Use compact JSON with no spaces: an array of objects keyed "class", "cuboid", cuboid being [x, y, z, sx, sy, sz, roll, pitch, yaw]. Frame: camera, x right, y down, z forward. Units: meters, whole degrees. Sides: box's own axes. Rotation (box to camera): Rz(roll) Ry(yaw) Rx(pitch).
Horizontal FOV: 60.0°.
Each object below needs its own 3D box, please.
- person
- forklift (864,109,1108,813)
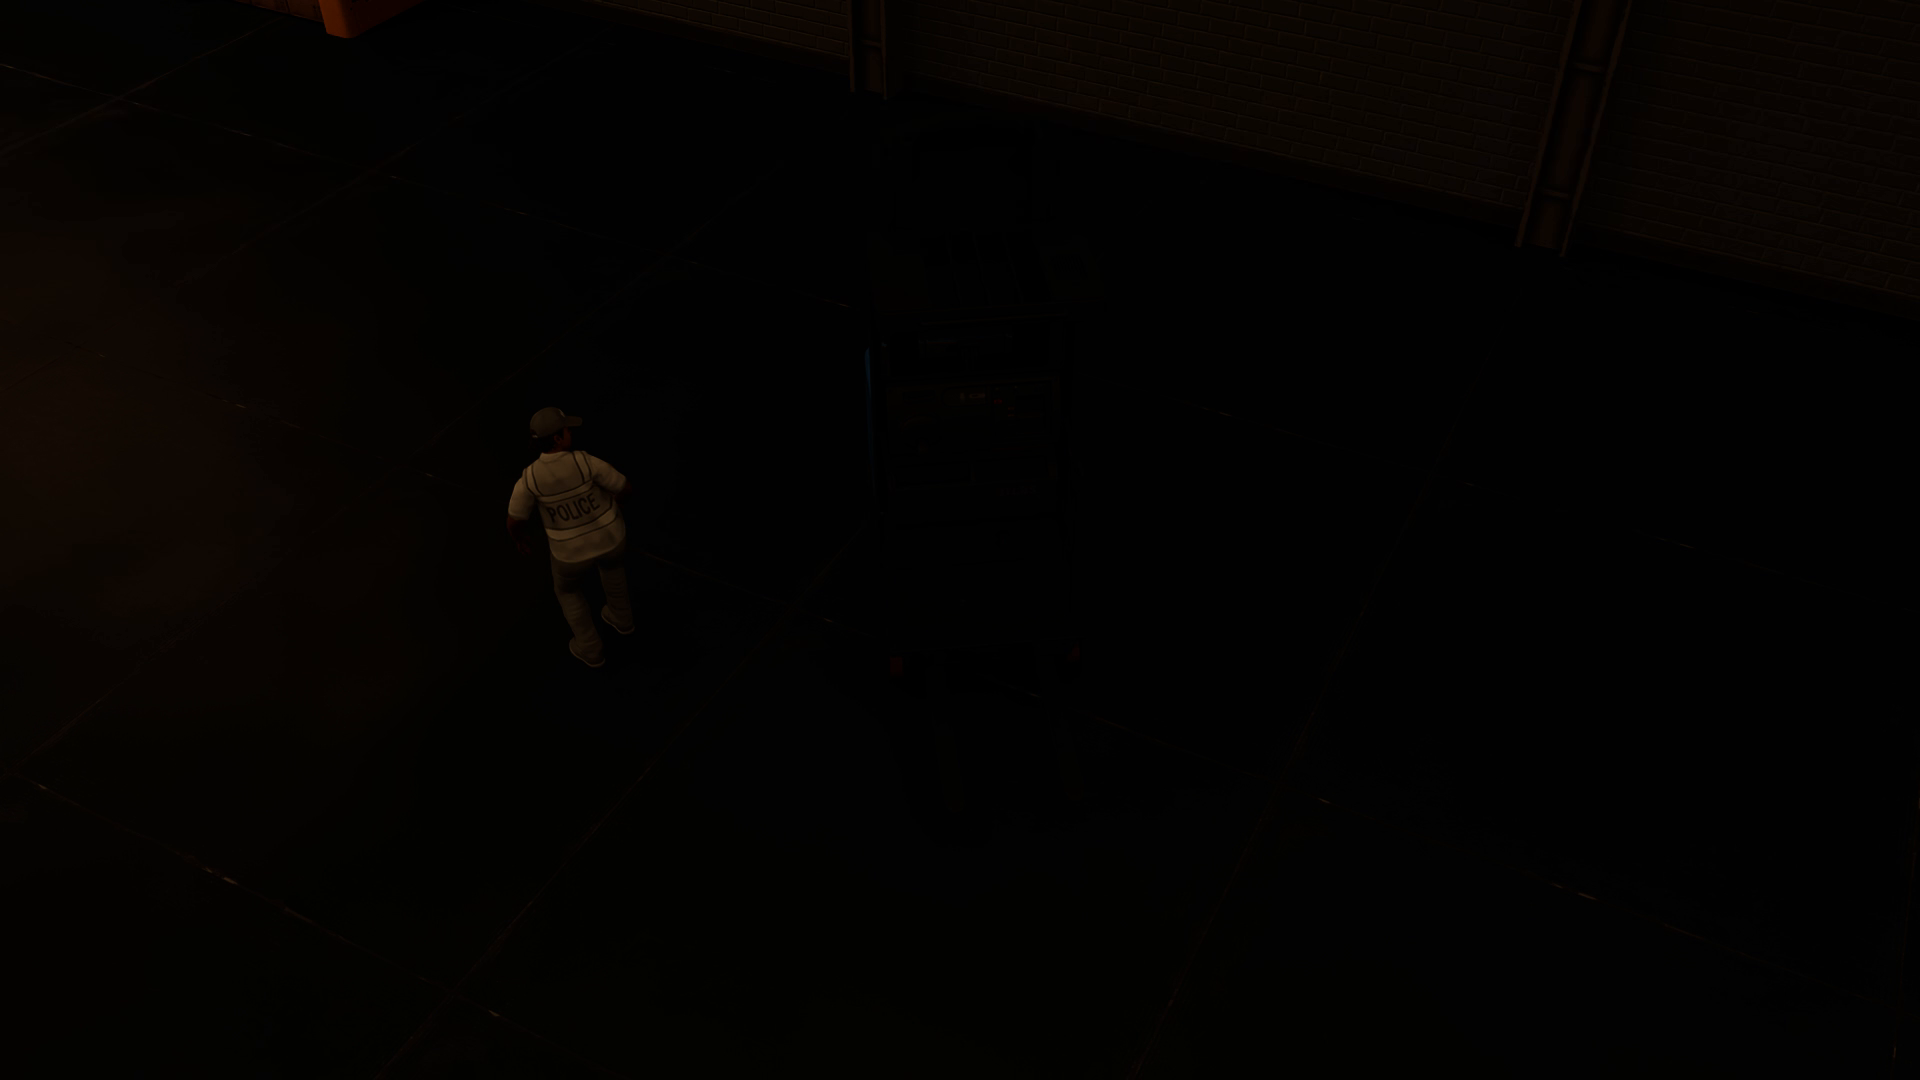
[{"class":"person","cuboid":[-2.098,-0.016,9.034,0.677,1.622,0.513,-18,43,-20]},{"class":"forklift","cuboid":[0.101,-0.585,8.682,1.130,2.935,3.031,-4,40,-5]}]
